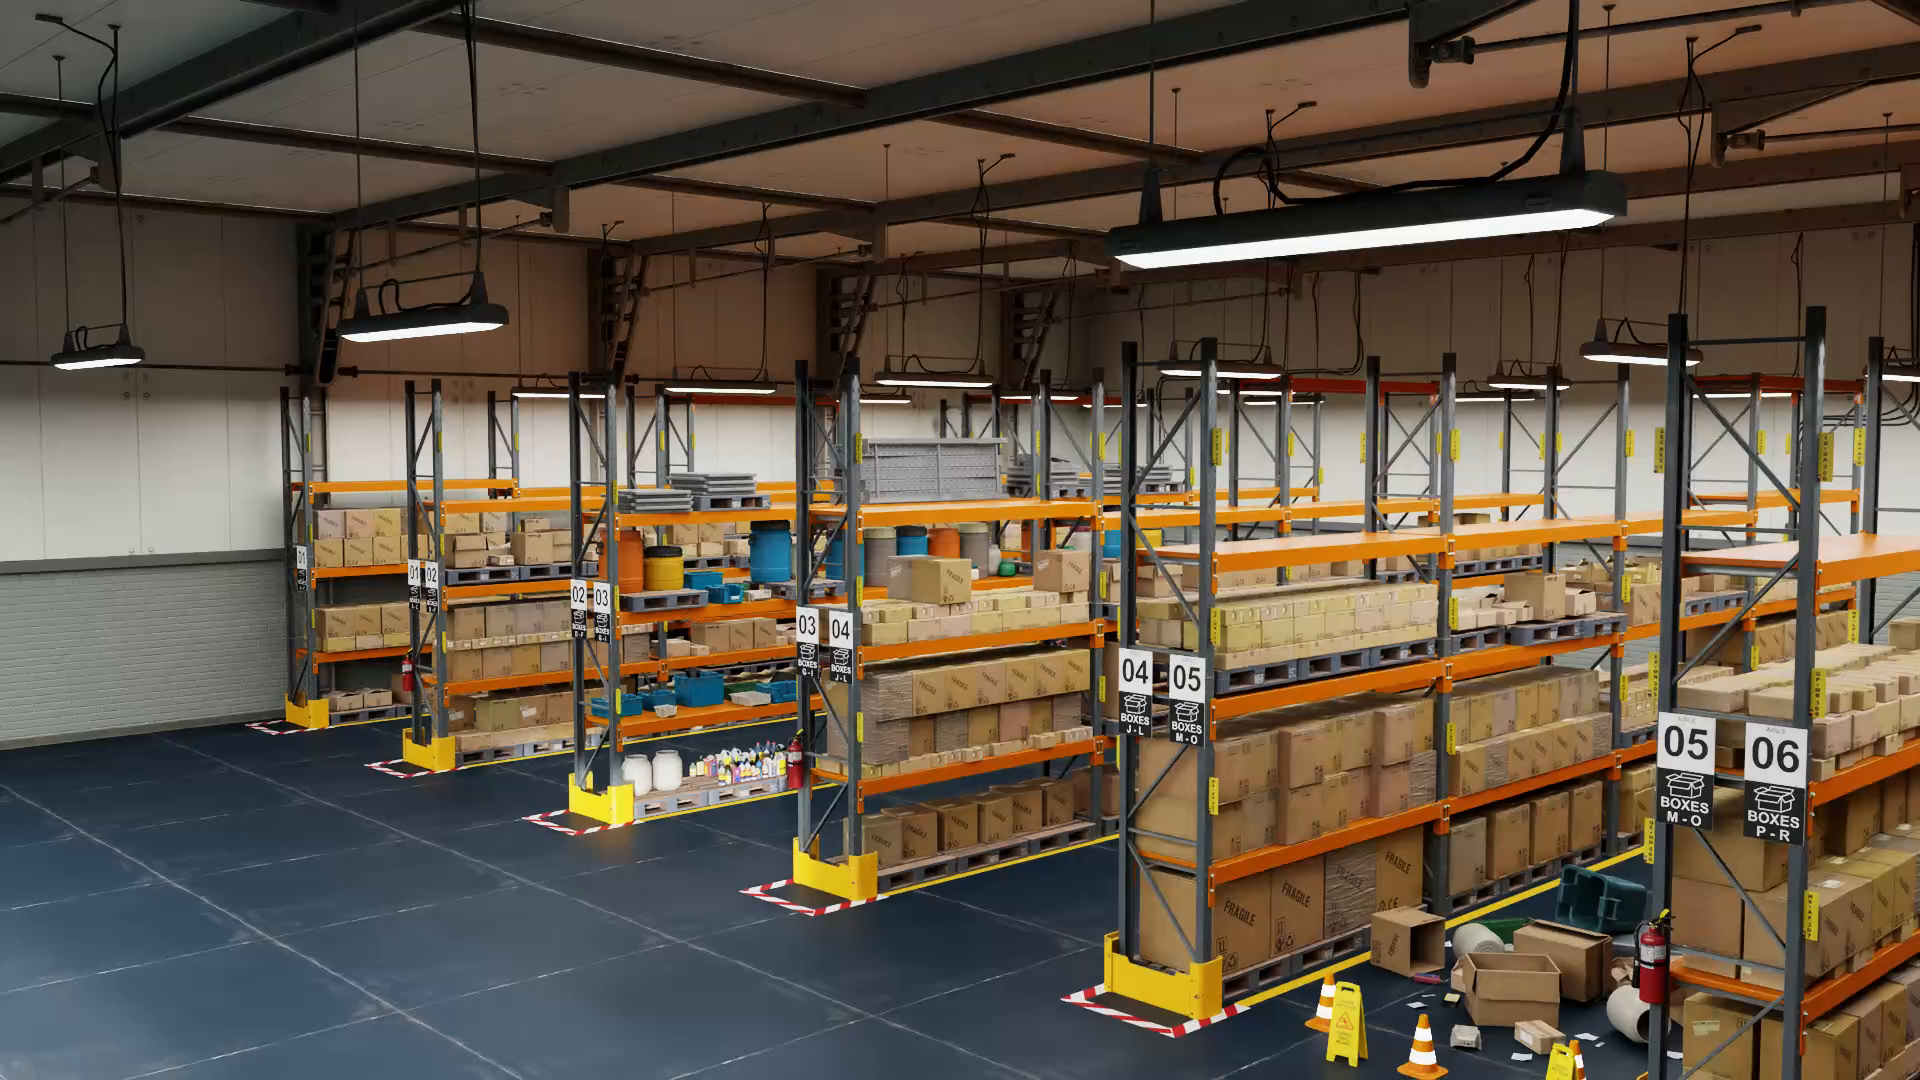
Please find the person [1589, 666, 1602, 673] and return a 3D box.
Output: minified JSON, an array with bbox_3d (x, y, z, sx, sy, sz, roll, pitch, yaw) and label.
[{"bbox_3d":[9.346,2.723,24.572,0.574,1.729,0.706,-4,5,-44],"label":"person"}]
